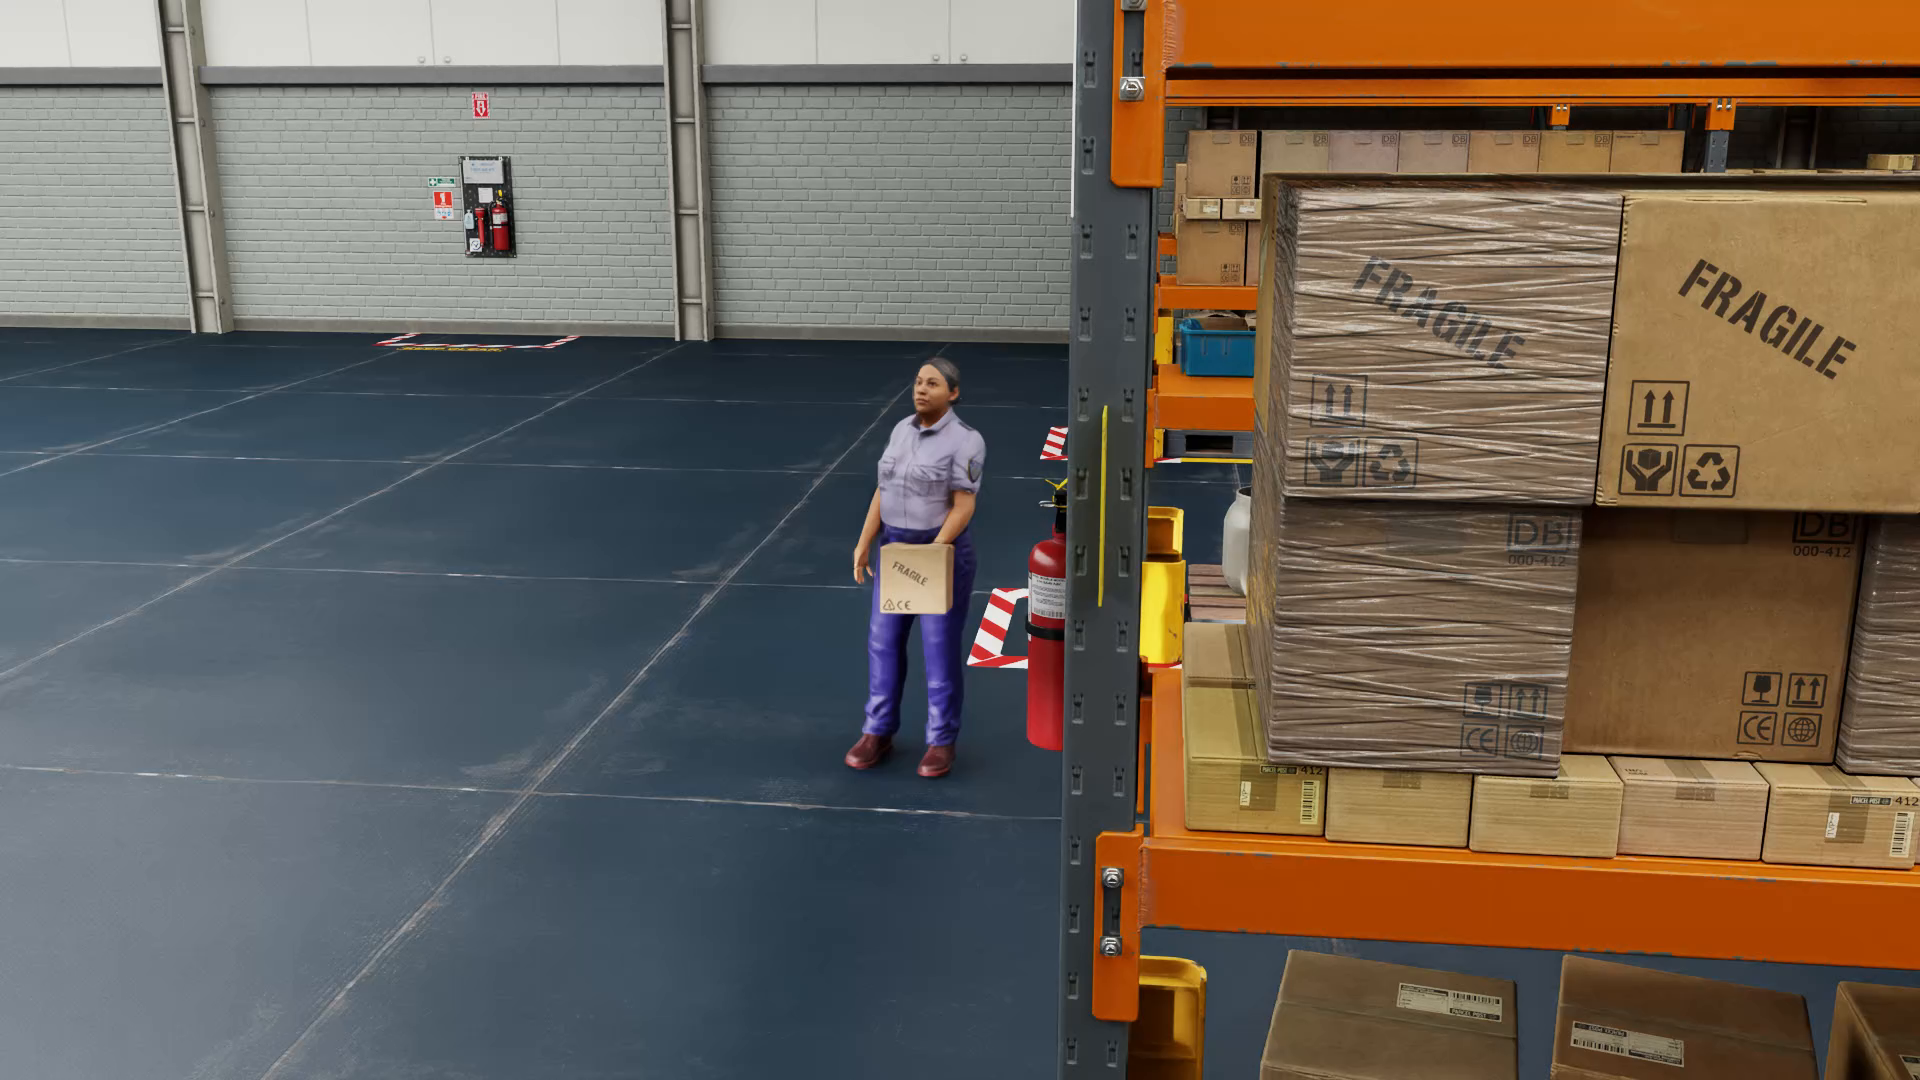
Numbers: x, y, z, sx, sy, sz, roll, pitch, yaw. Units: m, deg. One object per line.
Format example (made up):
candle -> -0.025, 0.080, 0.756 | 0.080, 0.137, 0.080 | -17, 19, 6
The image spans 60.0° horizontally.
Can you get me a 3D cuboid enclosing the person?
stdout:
person -> -0.172, 0.106, 6.606 | 0.505, 1.648, 0.478 | 11, 18, 37
